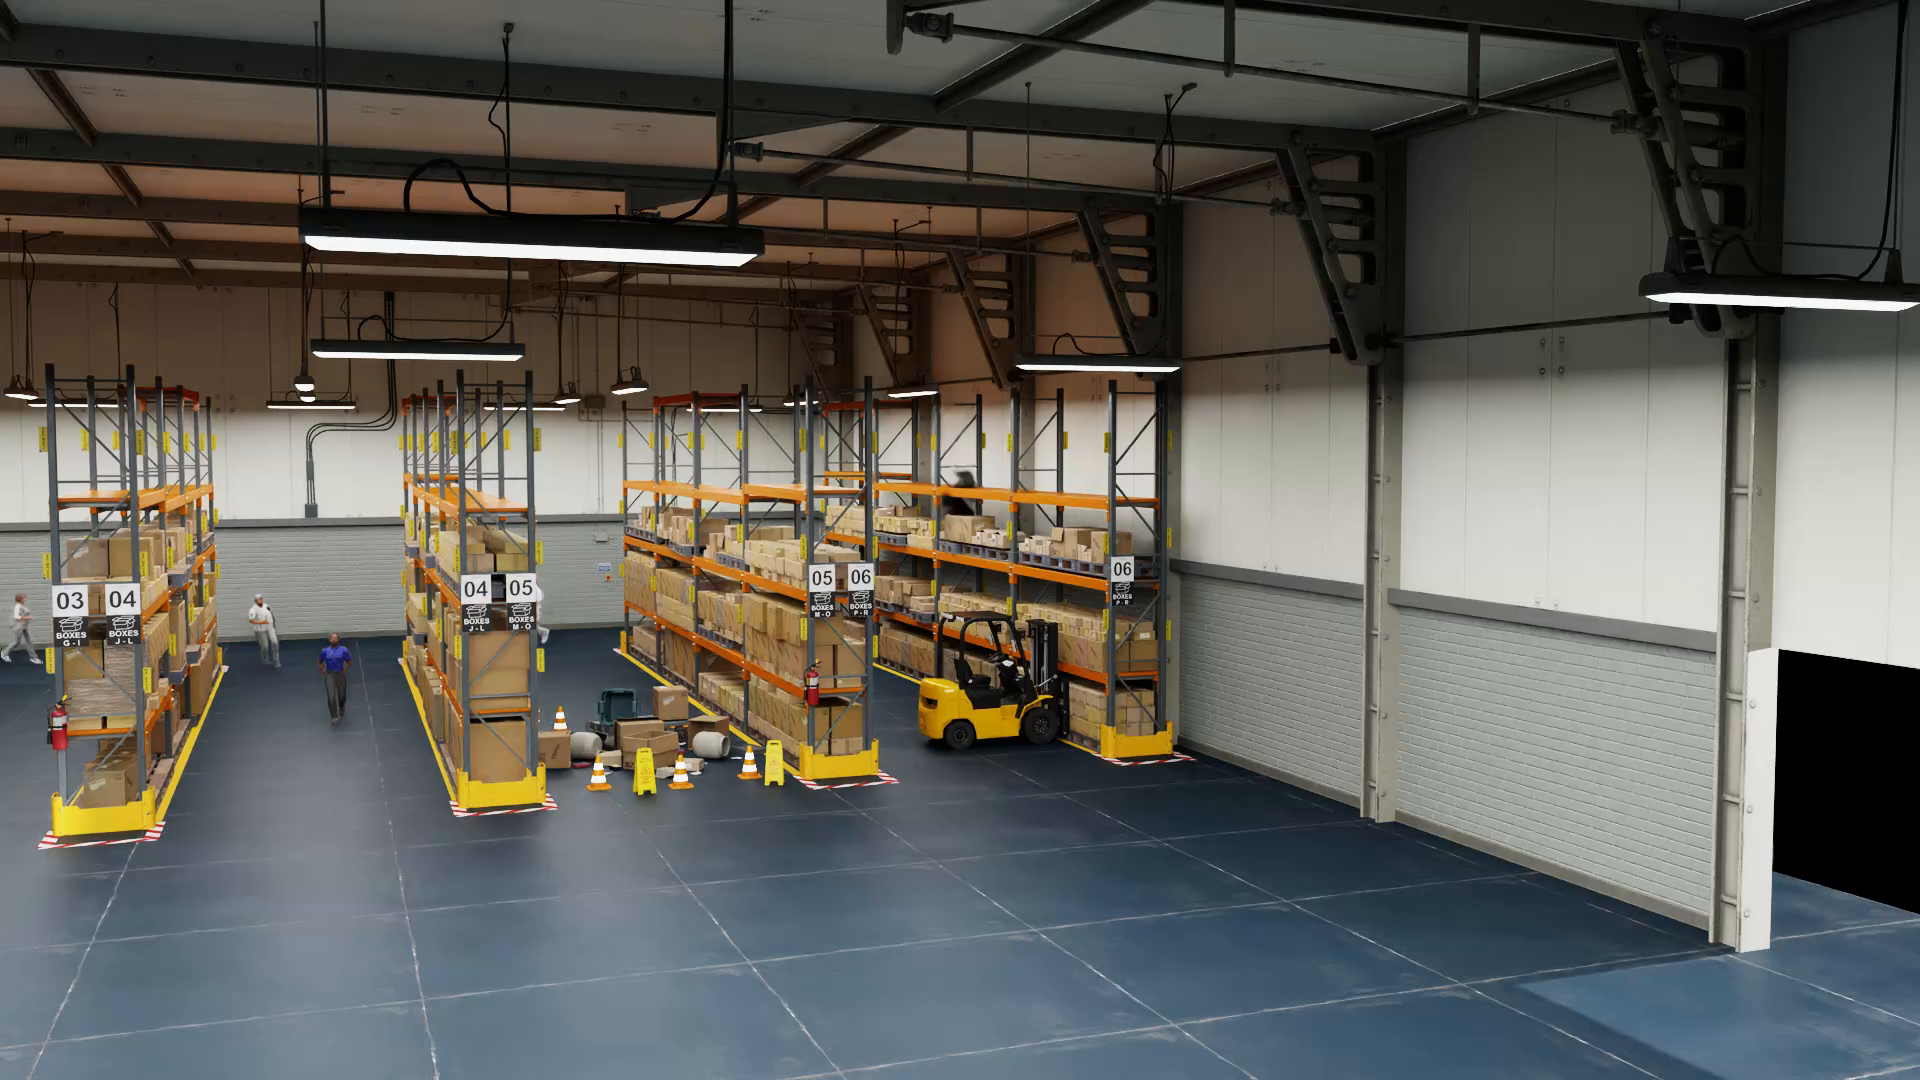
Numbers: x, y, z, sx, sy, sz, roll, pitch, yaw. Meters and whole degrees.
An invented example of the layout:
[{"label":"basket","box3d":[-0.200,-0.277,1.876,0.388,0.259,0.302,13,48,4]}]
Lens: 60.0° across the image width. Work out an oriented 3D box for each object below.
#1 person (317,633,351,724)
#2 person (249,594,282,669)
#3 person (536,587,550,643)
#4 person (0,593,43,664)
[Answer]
[{"label":"person","box3d":[-11.203,2.457,29.789,0.576,1.604,0.612,-1,4,-20]},{"label":"person","box3d":[-15.465,2.022,36.909,0.603,1.655,0.726,-3,4,-42]},{"label":"person","box3d":[-10.453,1.749,40.775,0.724,1.734,0.704,-3,4,-38]},{"label":"person","box3d":[-21.139,1.997,37.401,0.876,1.603,0.538,0,3,-4]}]
